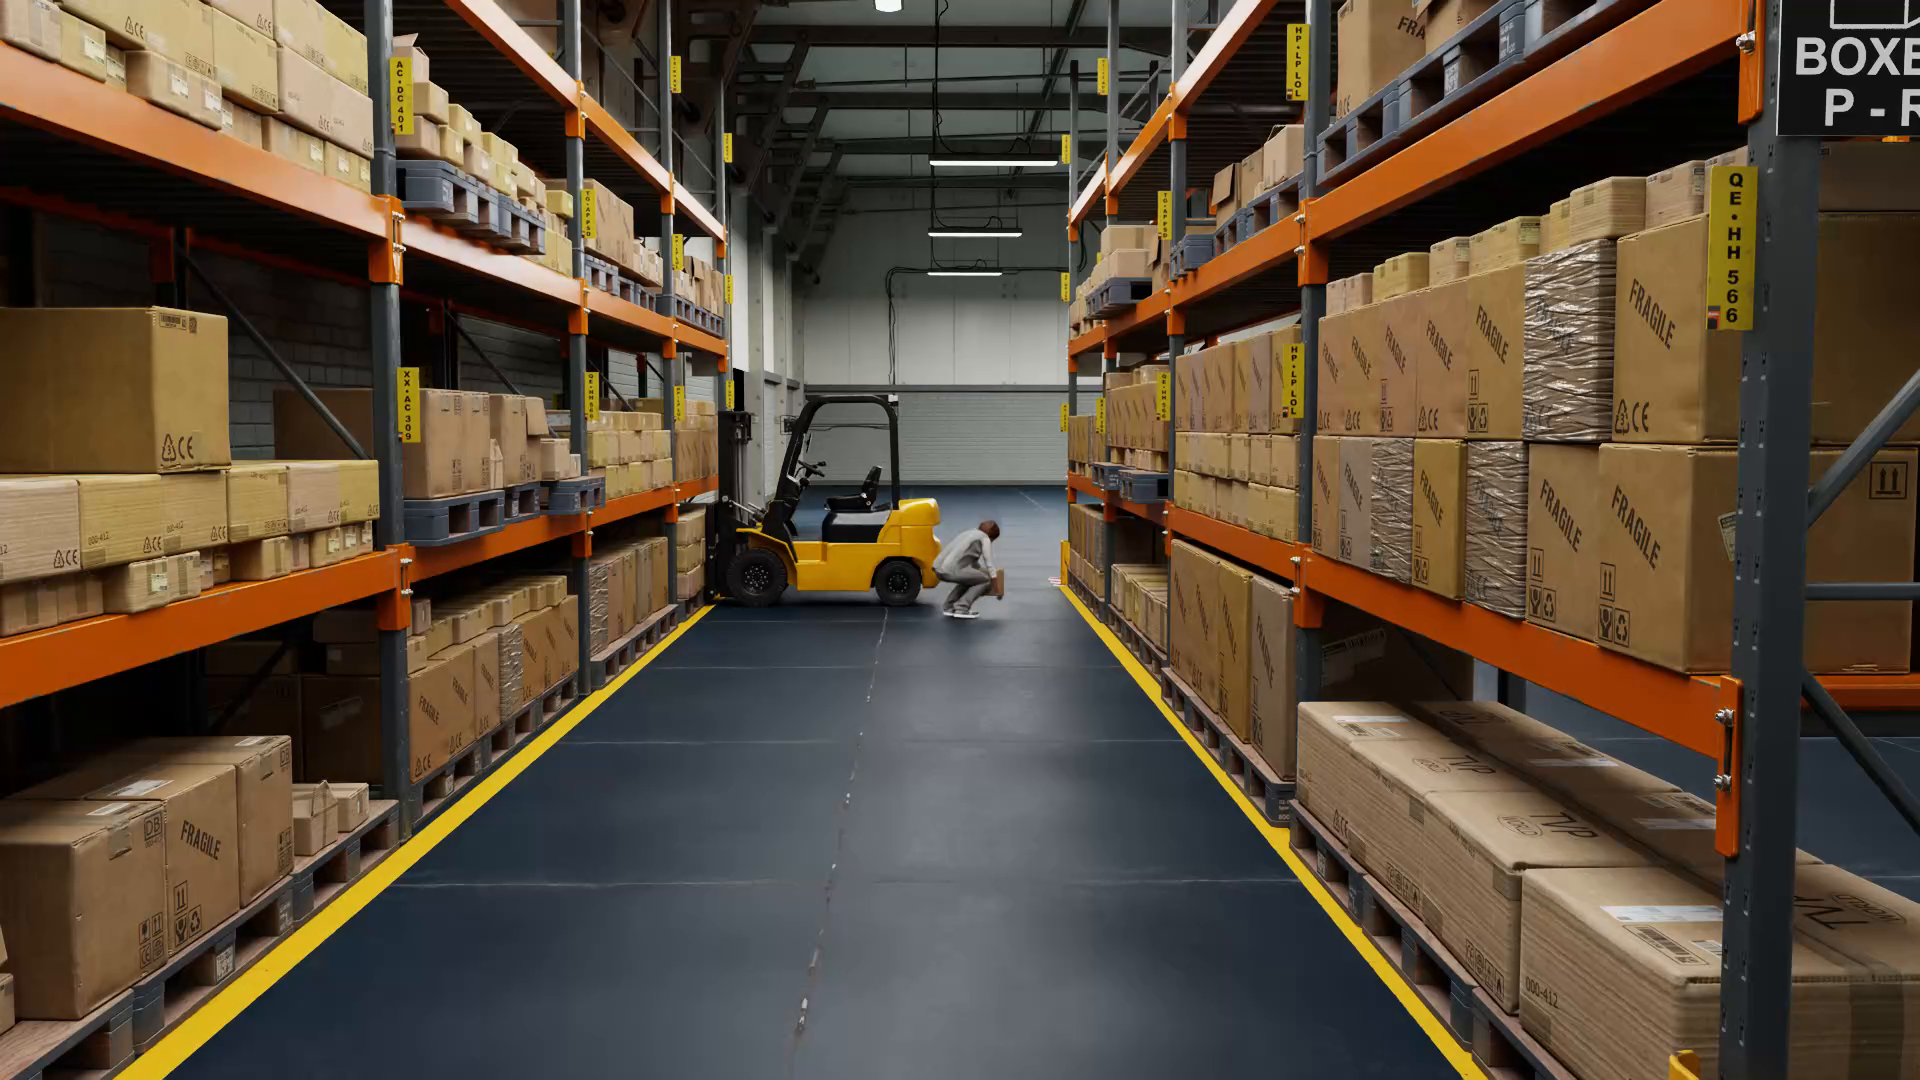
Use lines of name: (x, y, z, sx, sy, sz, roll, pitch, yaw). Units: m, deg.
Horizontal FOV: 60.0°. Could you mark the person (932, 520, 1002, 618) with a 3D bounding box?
person: (0.076, 0.286, 16.084, 0.771, 0.912, 0.451, -2, 5, -31)
